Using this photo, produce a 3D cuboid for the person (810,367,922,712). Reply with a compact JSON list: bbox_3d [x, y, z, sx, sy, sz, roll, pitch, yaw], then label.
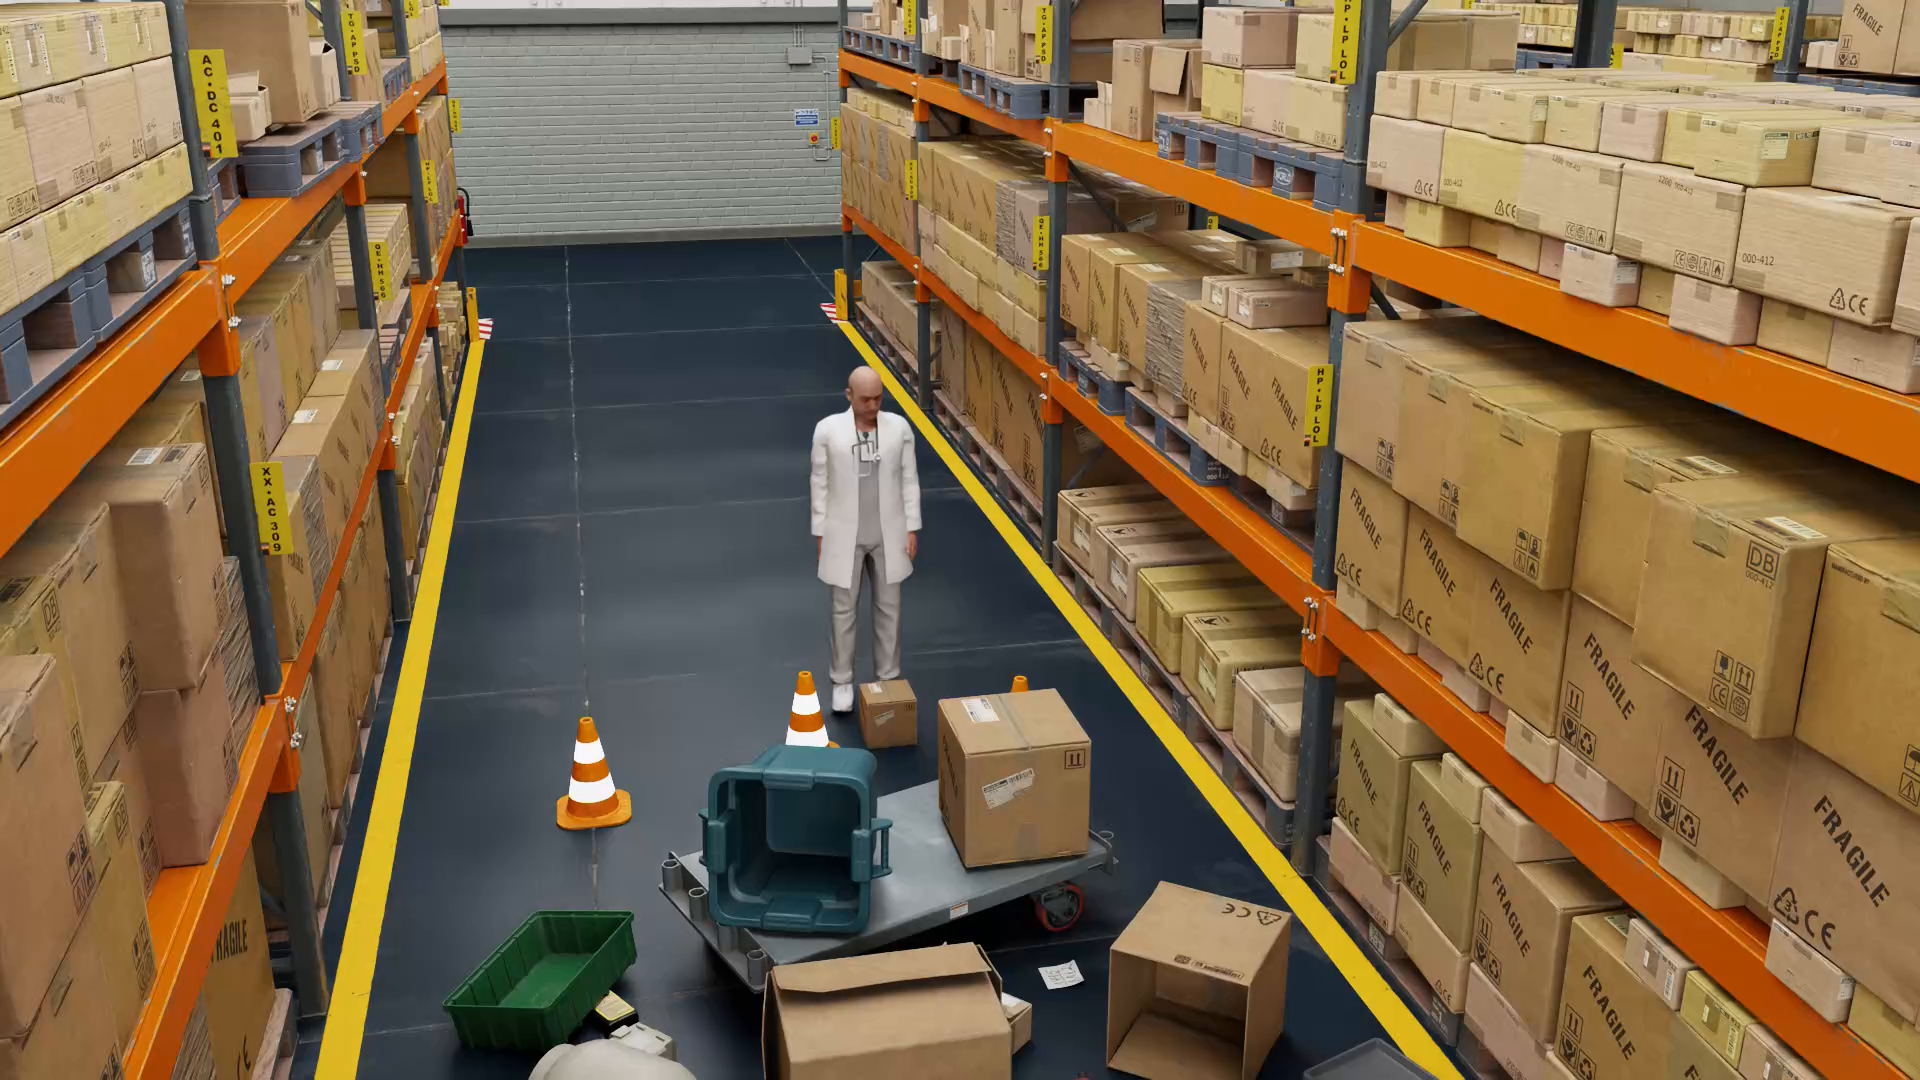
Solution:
[{"bbox_3d":[-0.469,-0.007,8.574,0.574,1.784,0.416,-4,20,-12],"label":"person"}]
